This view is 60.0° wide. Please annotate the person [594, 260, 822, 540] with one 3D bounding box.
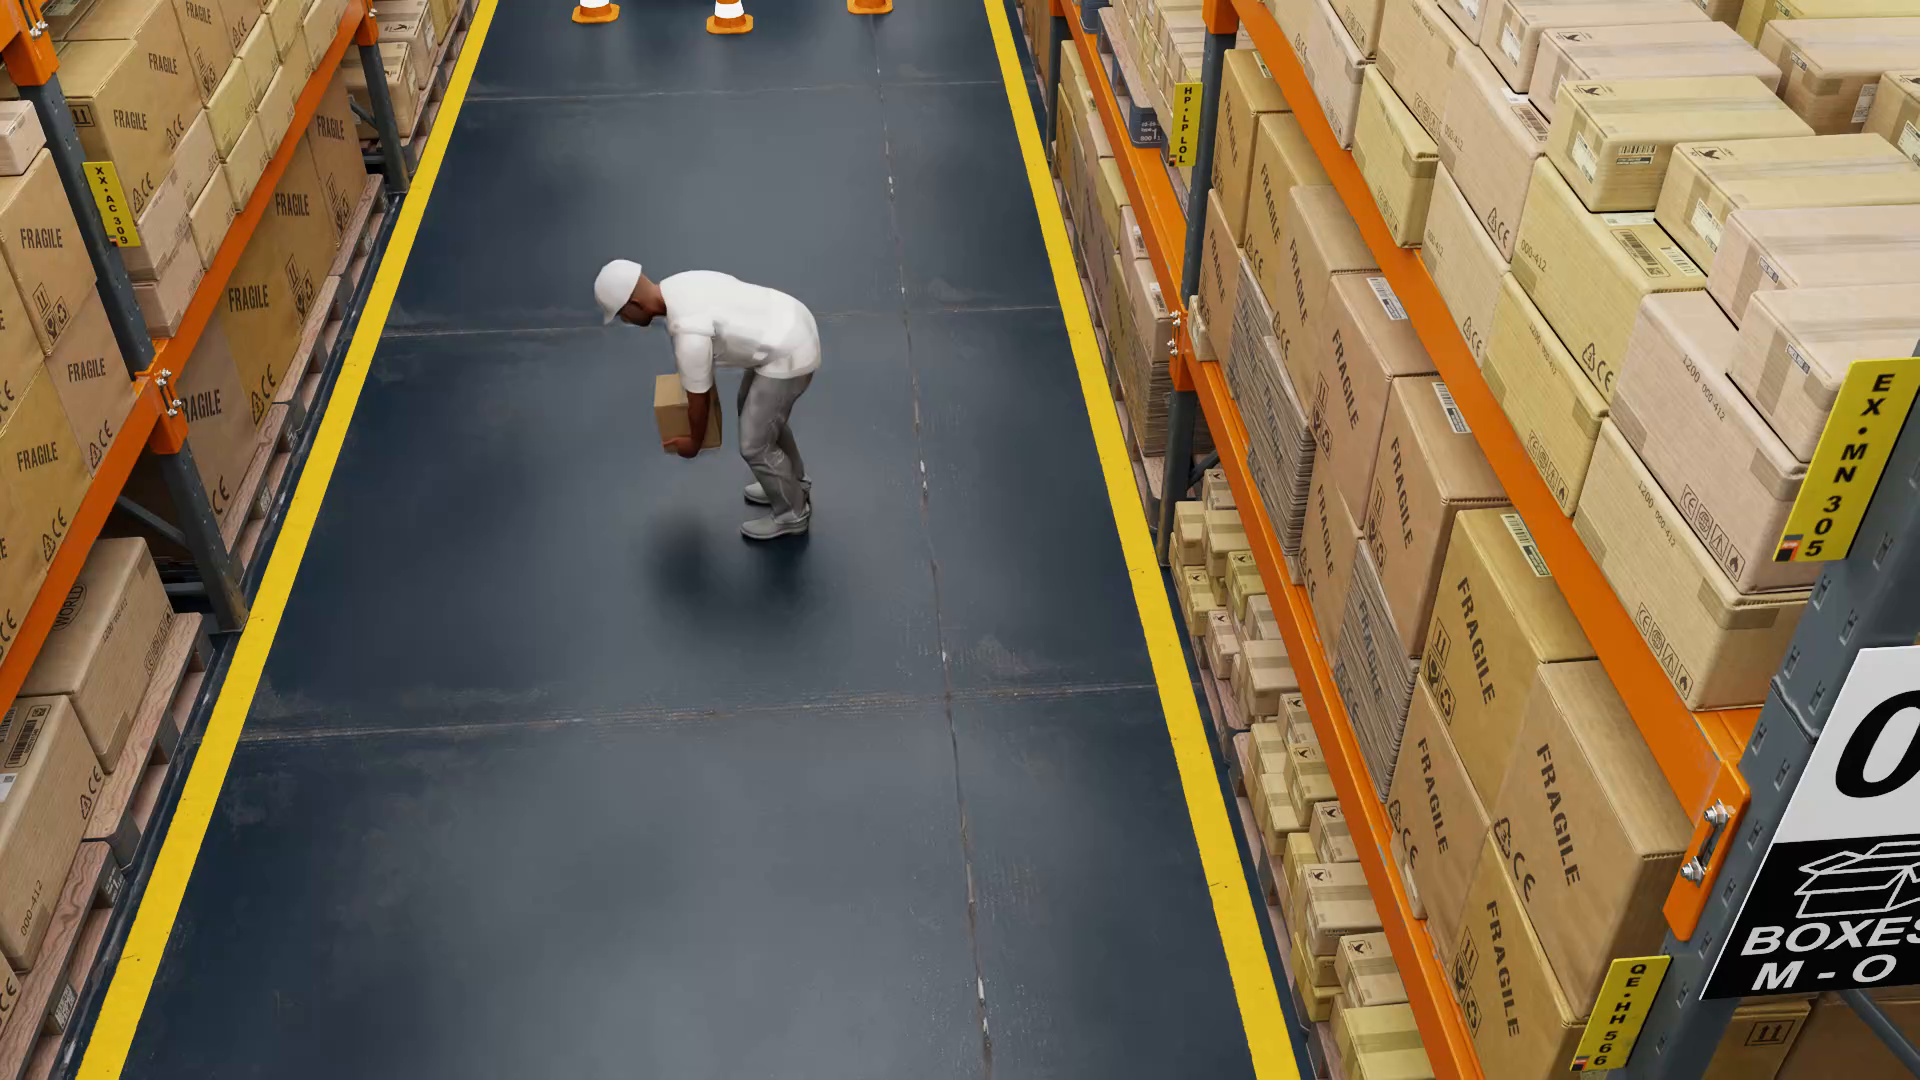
[{"bbox_3d":[-1.053,-0.630,7.241,0.918,1.355,0.475,-4,39,-5],"label":"person"}]
